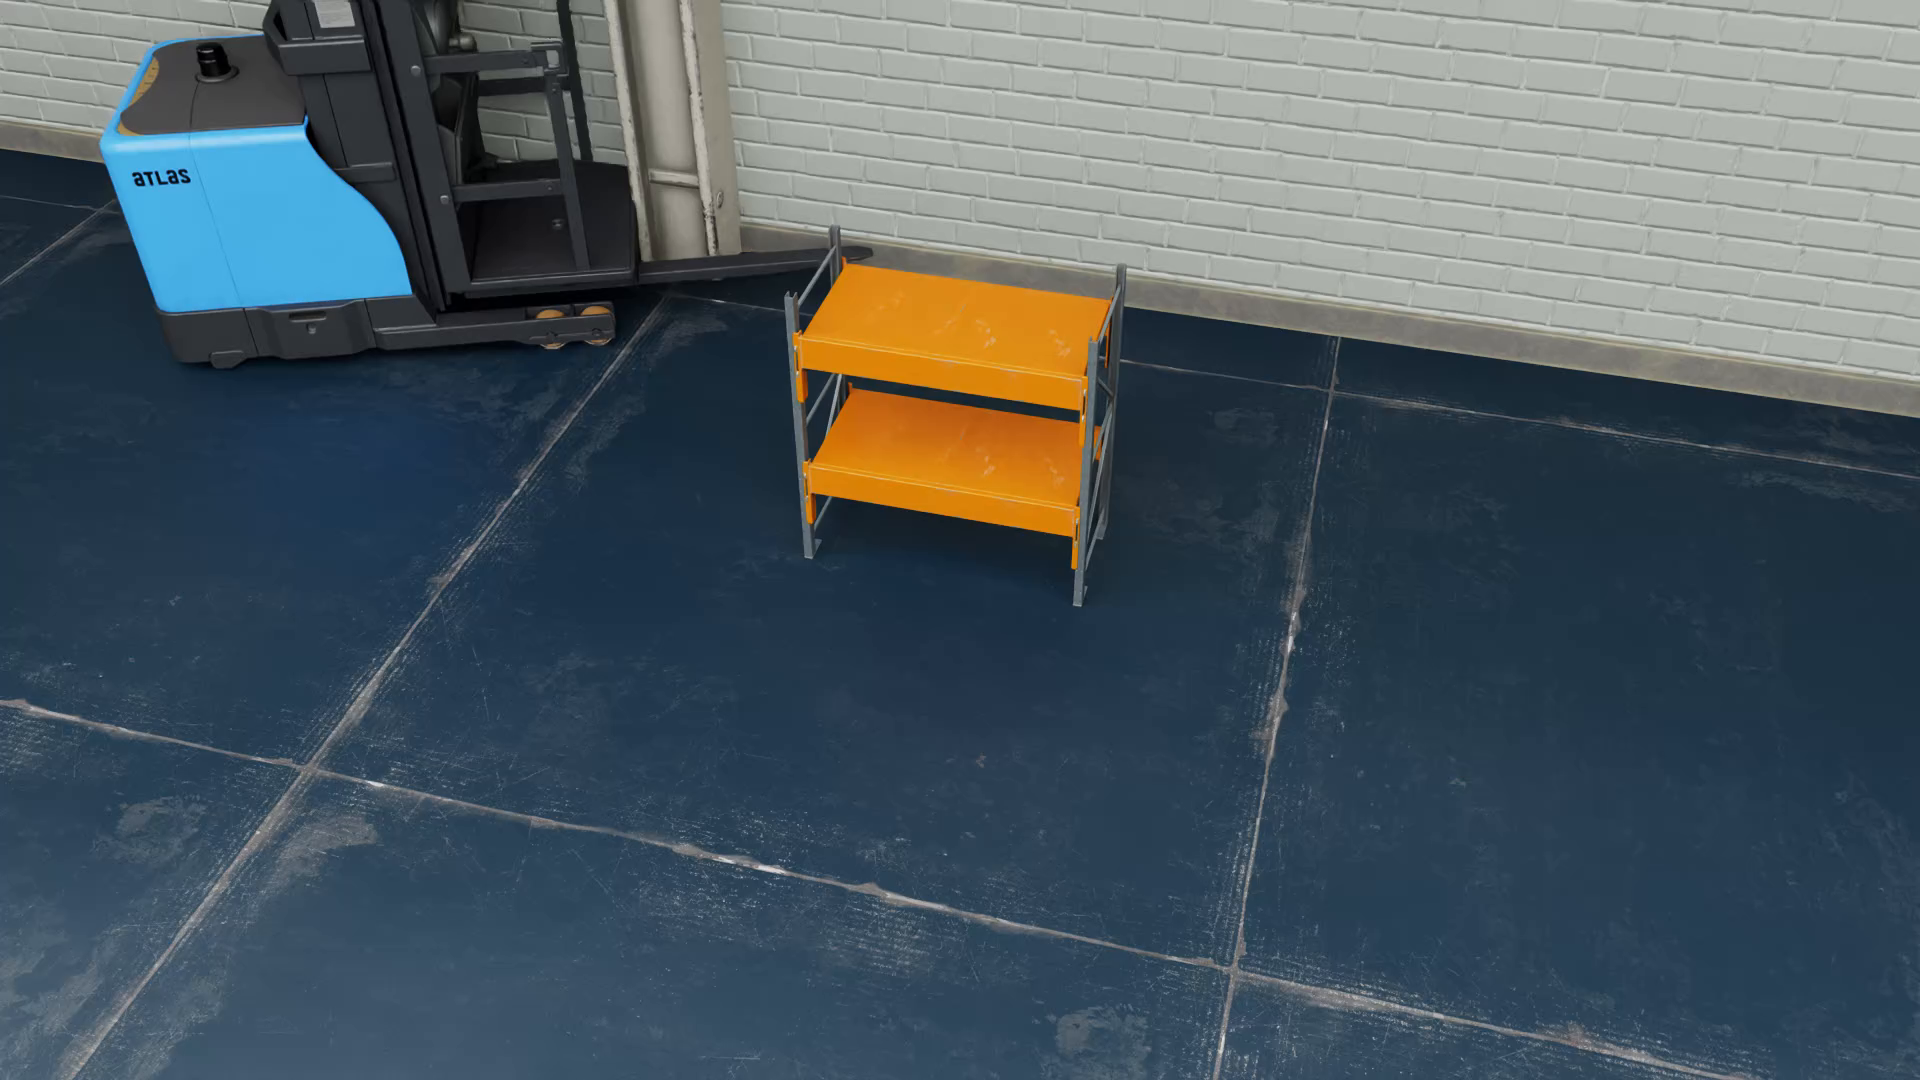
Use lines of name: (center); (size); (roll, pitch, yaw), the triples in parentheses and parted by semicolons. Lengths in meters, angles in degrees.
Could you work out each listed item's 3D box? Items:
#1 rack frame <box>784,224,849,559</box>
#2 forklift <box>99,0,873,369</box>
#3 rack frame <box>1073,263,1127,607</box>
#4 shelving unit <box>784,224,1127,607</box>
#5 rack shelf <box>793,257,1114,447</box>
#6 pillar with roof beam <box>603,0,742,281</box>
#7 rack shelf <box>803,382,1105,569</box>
rack frame: (-0.498, -0.516, 5.990); (0.032, 1.125, 0.500); (10, 41, 11)
forklift: (-1.933, -2.287, 6.694); (3.031, 2.935, 1.130); (-6, 40, -7)
rack frame: (0.485, -0.347, 5.789); (0.032, 1.125, 0.500); (10, 41, 11)
shelving unit: (-0.007, -0.432, 5.890); (1.048, 1.125, 0.538); (10, 41, 11)
rack shelf: (-0.007, -0.656, 5.701); (1.000, 0.278, 0.538); (10, 41, 11)
pillar with roof beam: (-2.368, -2.091, 1.743); (0.400, 9.000, 9.100); (10, 41, 11)
rack shelf: (-0.007, -0.245, 6.047); (1.000, 0.278, 0.538); (10, 41, 11)
